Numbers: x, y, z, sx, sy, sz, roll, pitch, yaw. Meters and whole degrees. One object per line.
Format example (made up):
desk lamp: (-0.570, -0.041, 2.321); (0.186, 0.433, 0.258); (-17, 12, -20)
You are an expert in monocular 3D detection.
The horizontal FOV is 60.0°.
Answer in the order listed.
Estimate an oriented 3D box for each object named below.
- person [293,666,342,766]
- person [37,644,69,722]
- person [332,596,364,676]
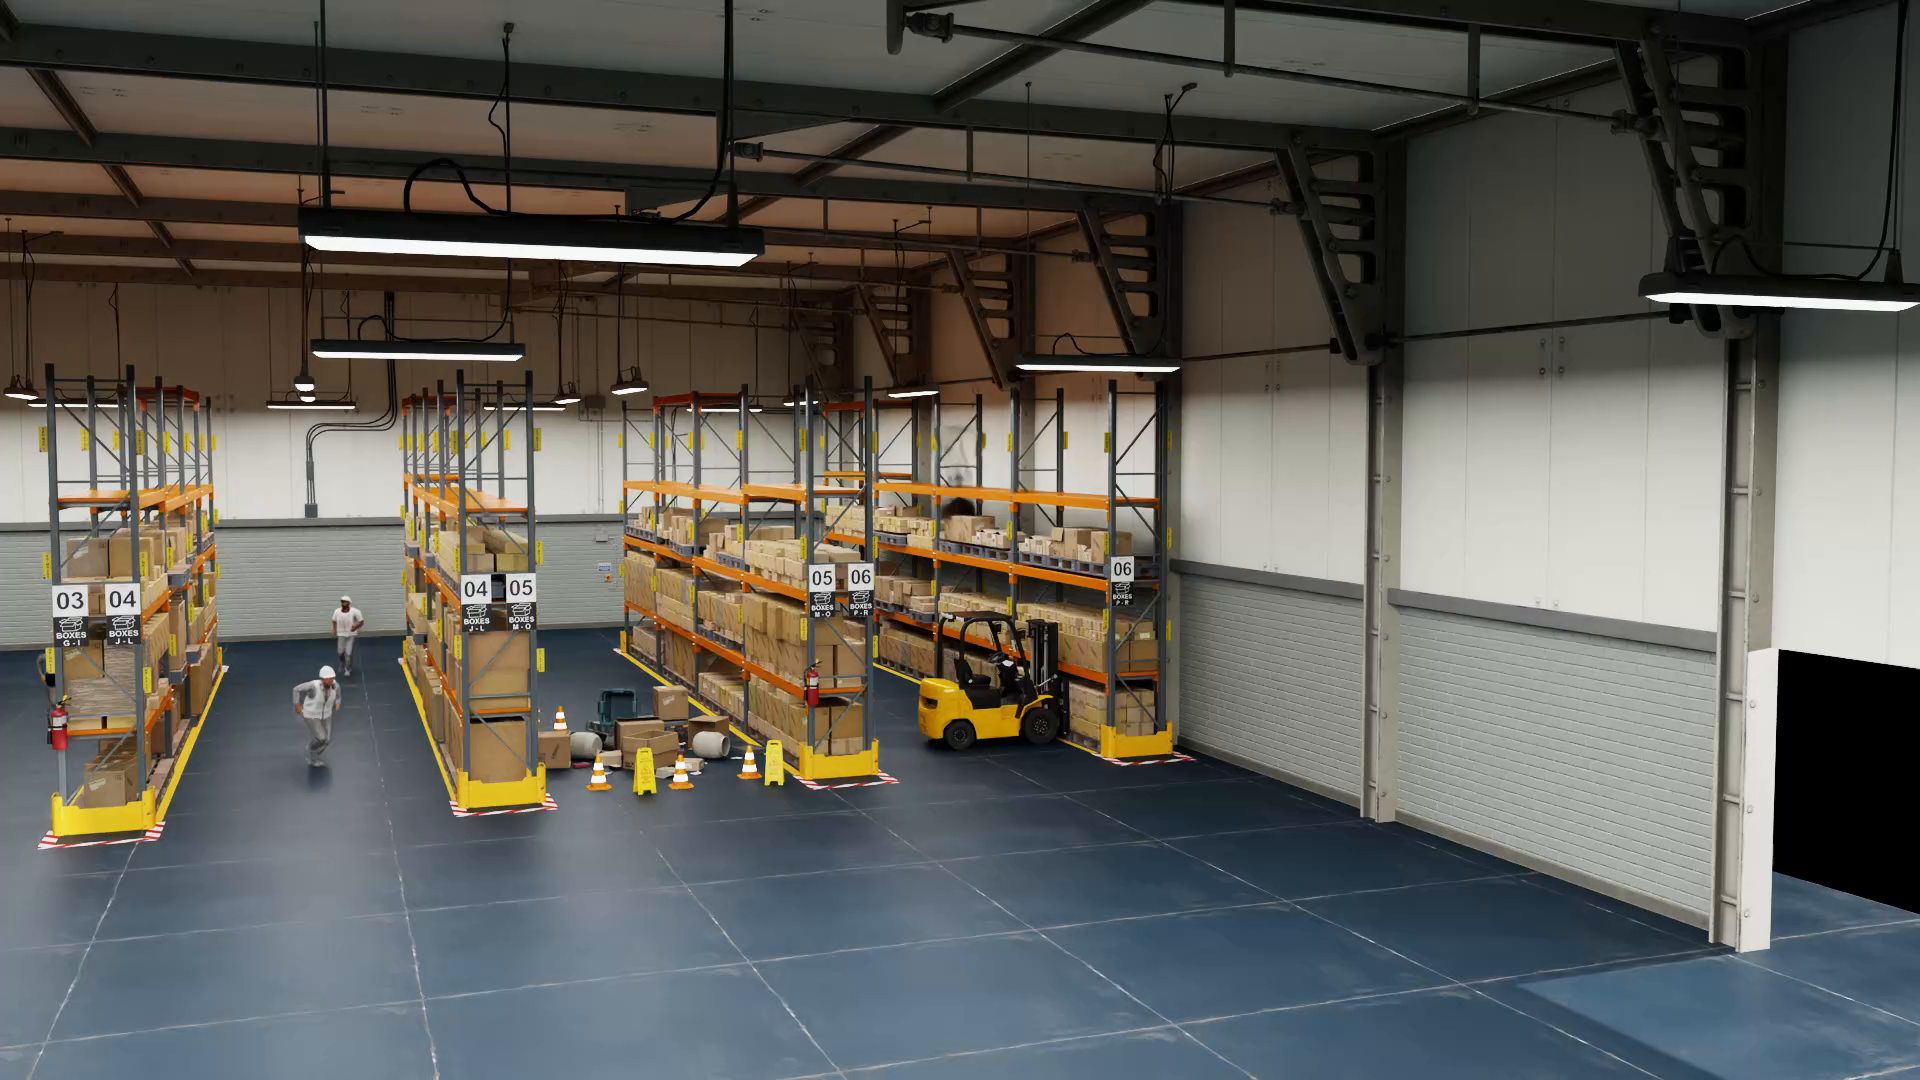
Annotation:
person: (-9.836, 2.713, 25.482); (0.866, 1.599, 0.684); (3, 5, 43)
person: (-15.369, 2.540, 28.435); (0.696, 1.680, 1.007); (-1, 4, -20)
person: (-13.141, 2.055, 35.628); (0.682, 1.729, 0.596); (0, 3, -7)
